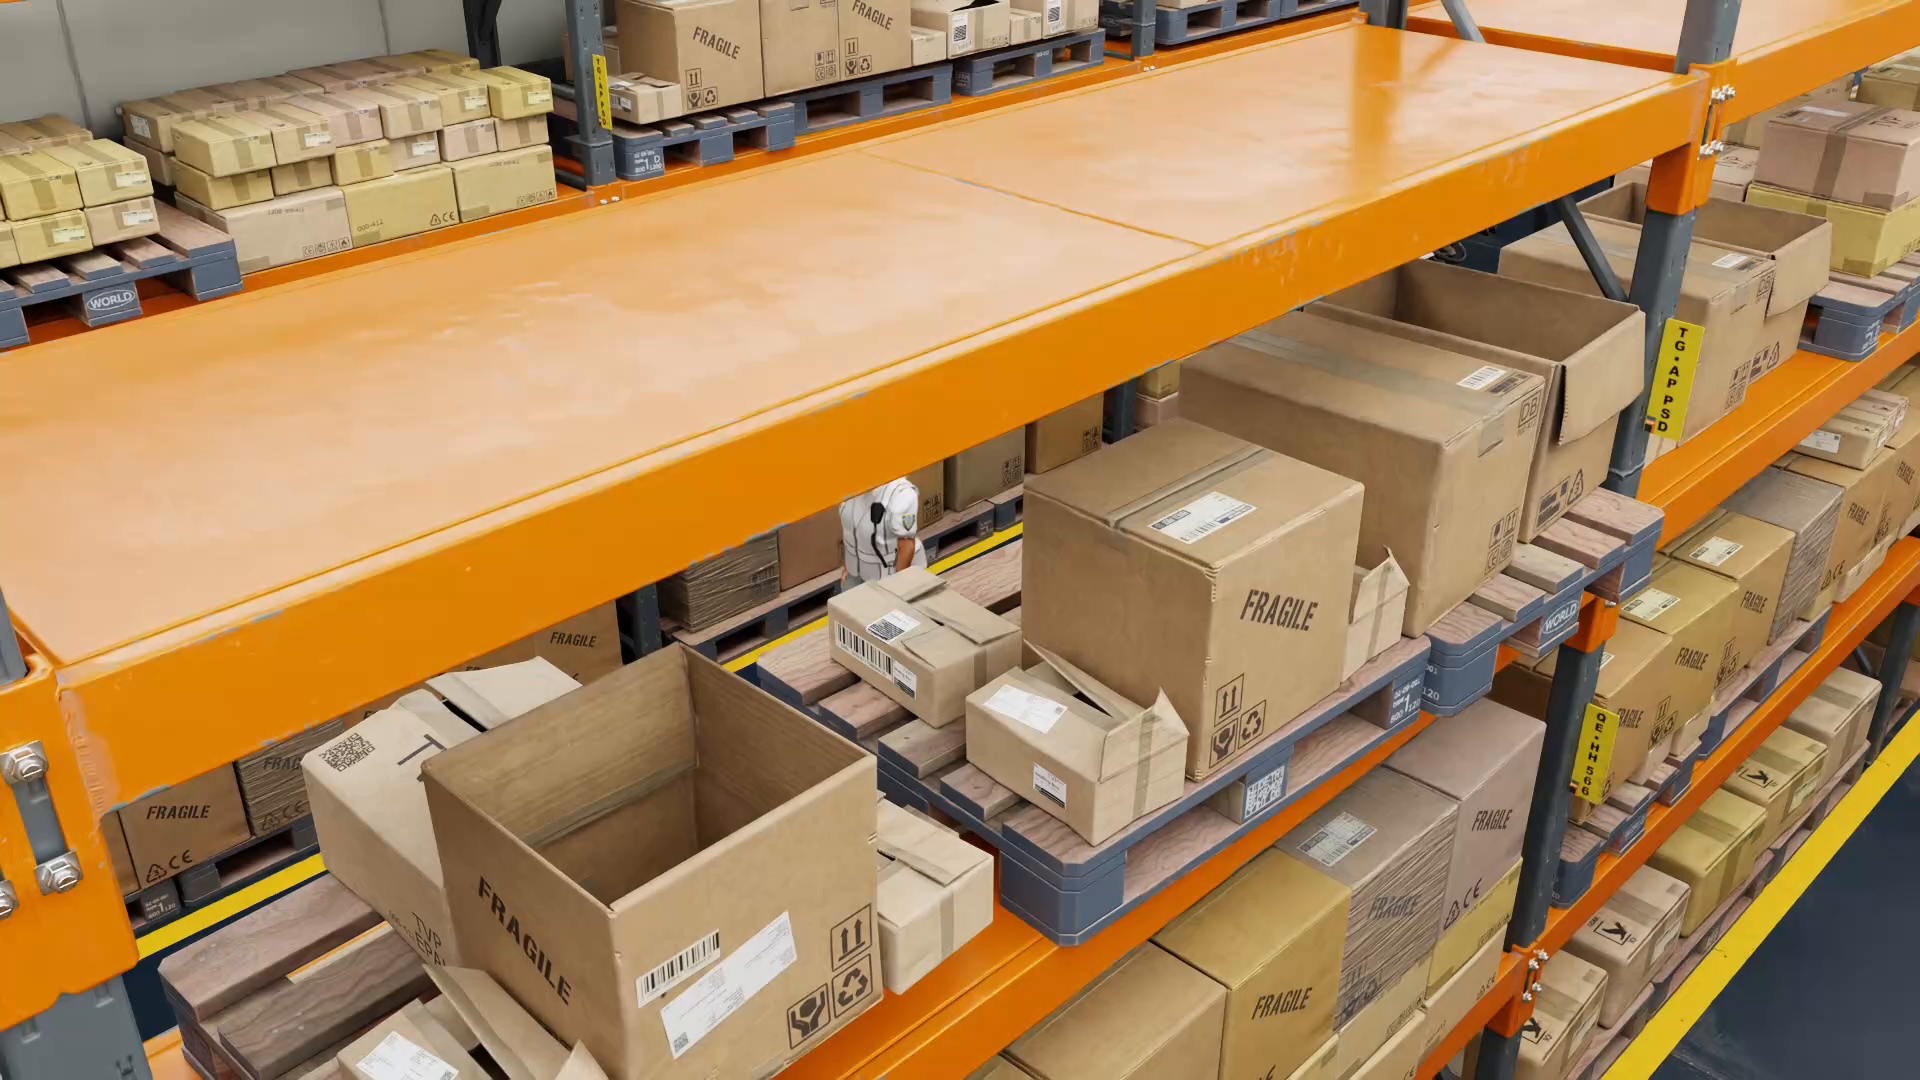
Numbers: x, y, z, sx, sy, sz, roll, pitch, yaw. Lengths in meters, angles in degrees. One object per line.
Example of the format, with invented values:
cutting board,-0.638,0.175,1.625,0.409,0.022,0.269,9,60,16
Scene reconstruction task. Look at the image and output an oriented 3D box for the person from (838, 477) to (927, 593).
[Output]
person,-0.414,0.197,8.593,0.479,1.619,0.496,-24,36,-38
